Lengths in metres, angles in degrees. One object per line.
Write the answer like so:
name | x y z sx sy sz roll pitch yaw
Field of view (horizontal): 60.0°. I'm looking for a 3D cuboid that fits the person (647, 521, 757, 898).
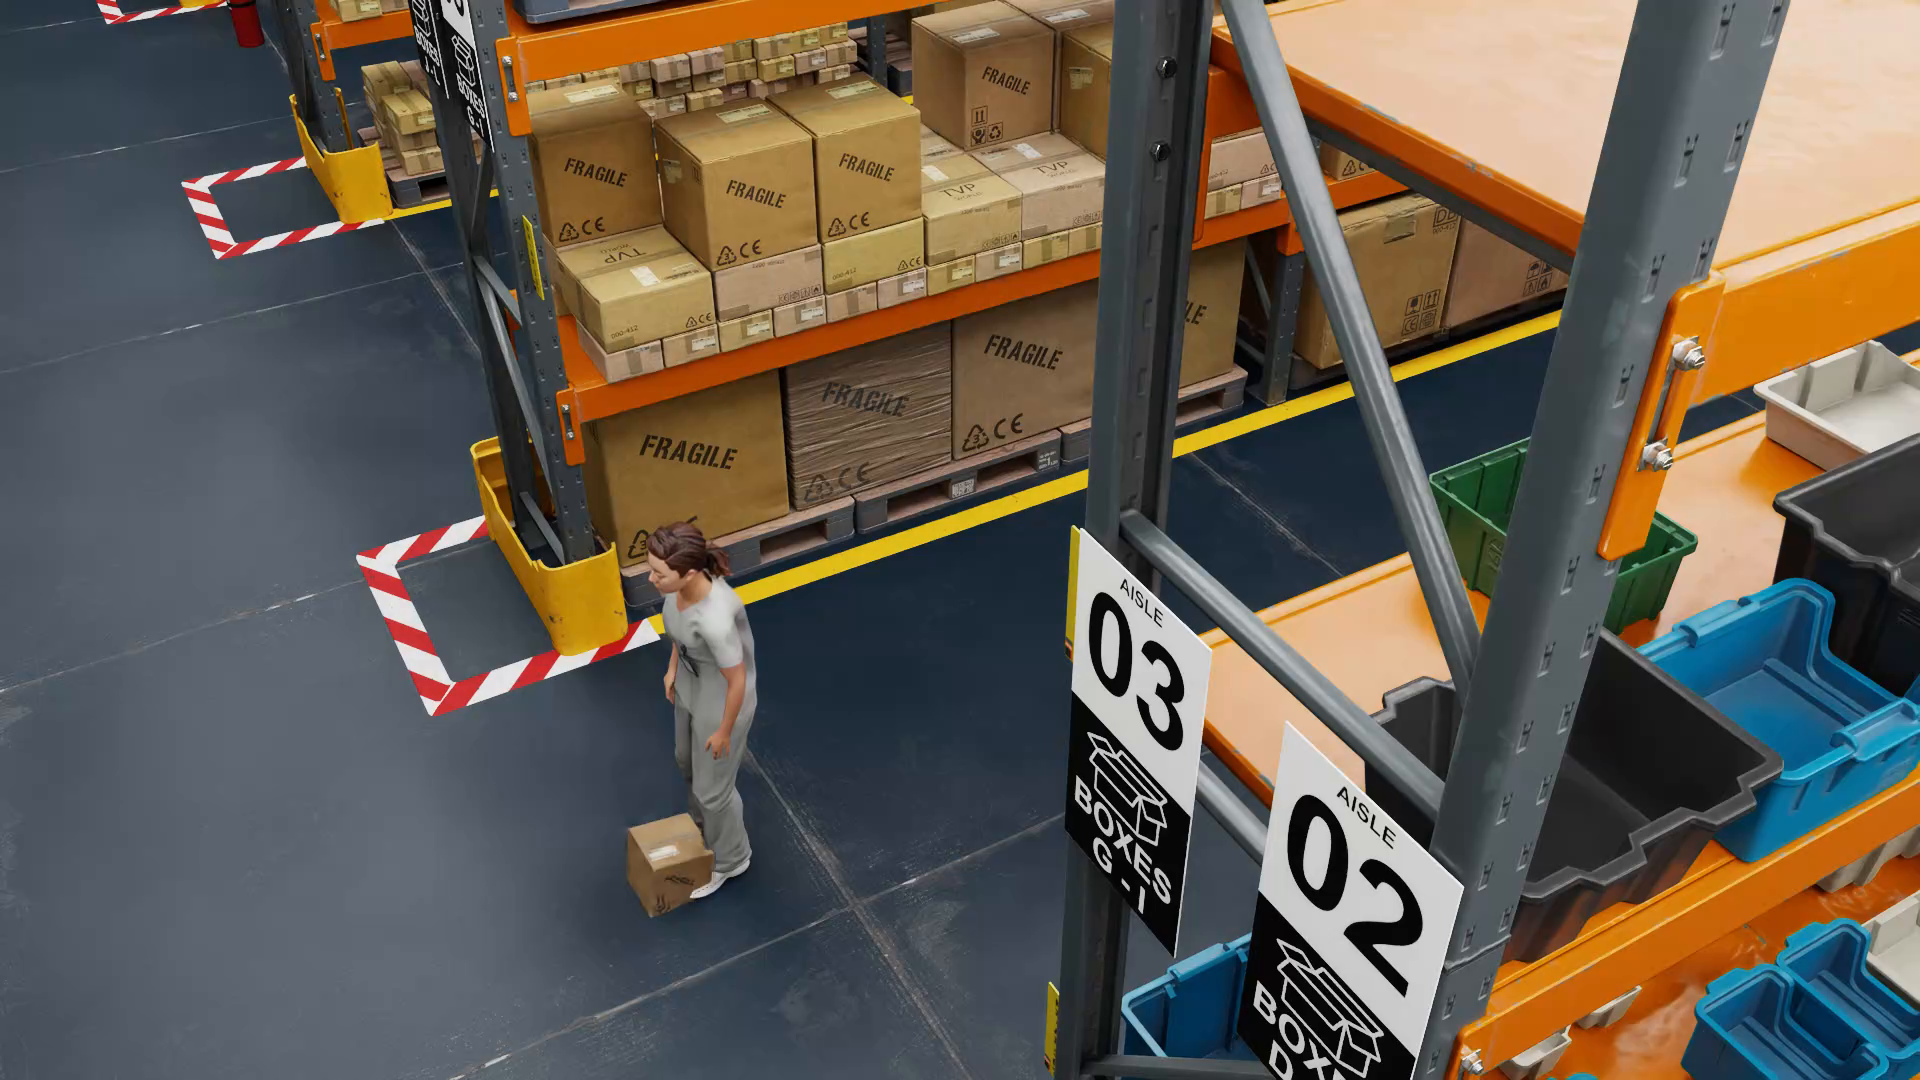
person | -0.959 0.608 6.119 0.415 1.673 0.487 -21 42 -25
